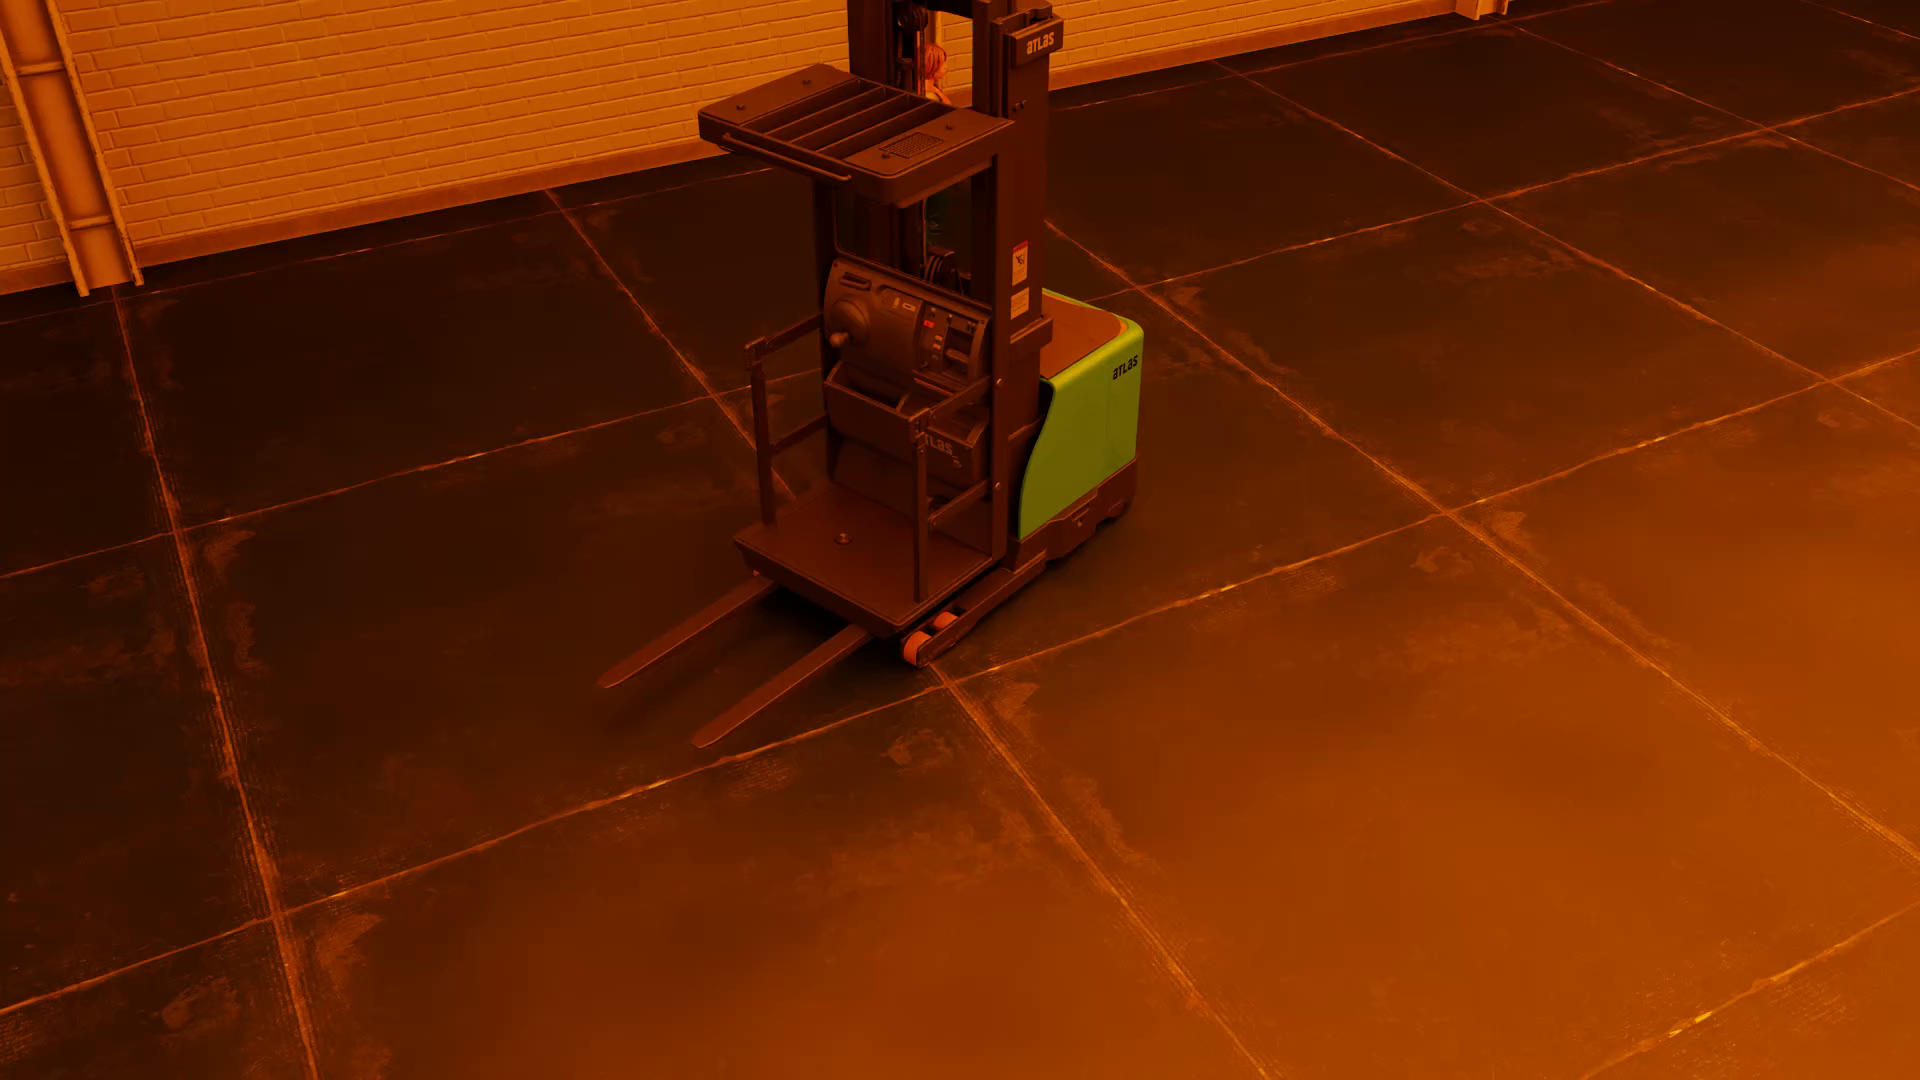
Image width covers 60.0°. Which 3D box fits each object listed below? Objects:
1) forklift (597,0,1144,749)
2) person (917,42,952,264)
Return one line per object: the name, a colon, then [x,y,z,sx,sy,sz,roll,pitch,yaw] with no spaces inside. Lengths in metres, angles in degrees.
forklift: [-0.390,-0.927,7.434,1.130,2.935,3.031,26,43,31]
person: [-0.177,-2.395,10.664,0.323,1.603,0.431,-8,36,-11]
